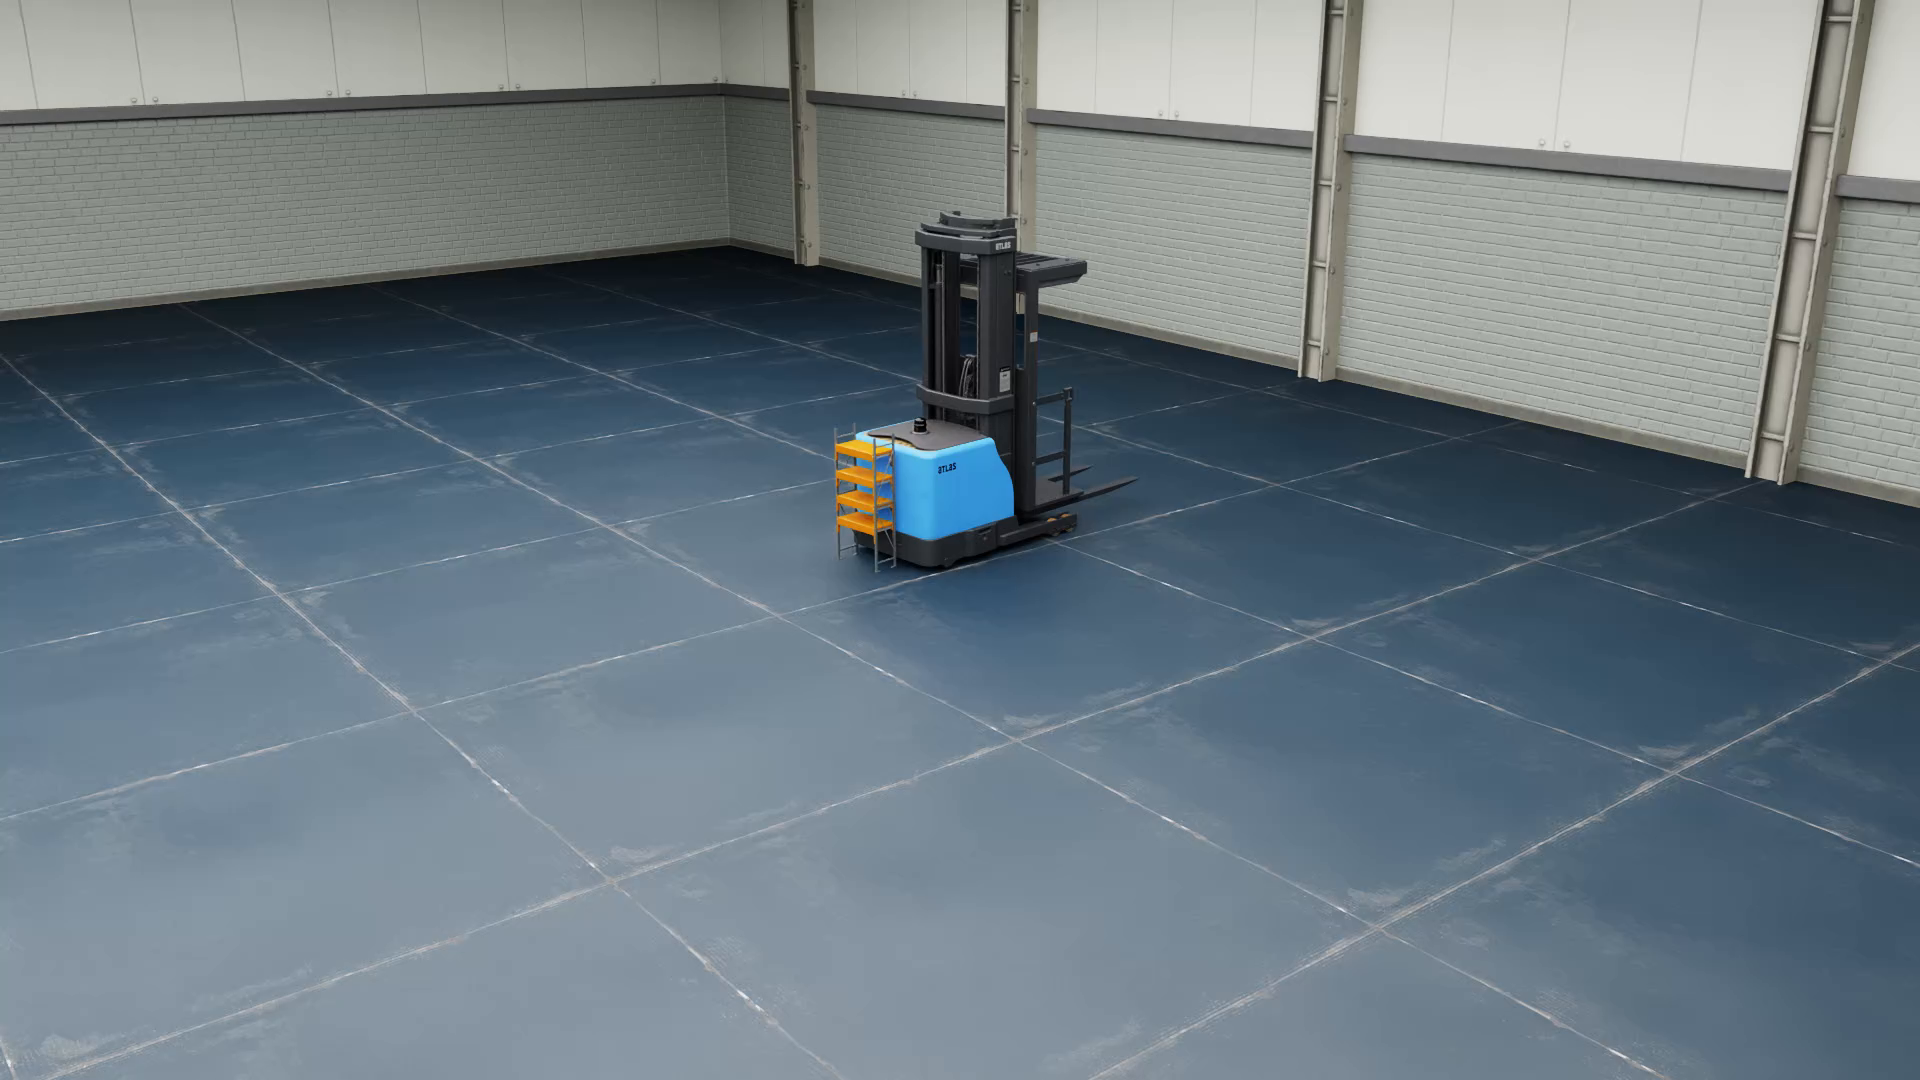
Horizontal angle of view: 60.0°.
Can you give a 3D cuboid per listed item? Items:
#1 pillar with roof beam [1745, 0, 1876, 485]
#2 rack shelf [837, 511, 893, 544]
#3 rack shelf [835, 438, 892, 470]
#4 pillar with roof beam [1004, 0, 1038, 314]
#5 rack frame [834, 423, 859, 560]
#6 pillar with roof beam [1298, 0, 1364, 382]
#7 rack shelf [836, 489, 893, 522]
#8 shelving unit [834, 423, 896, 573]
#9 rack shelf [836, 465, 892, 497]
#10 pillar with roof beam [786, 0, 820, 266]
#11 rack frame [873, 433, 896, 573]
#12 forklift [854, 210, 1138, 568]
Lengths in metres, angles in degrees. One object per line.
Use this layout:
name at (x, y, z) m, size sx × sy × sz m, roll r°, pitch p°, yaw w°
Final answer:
pillar with roof beam at (4.996, -4.069, 13.222) m, size 9.100 × 9.000 × 0.400 m, roll -14°, pitch 23°, yaw -36°
rack shelf at (-0.821, -0.114, 14.533) m, size 0.480 × 0.148 × 0.258 m, roll 17°, pitch 25°, yaw 41°
rack shelf at (-0.821, -0.740, 14.326) m, size 0.480 × 0.148 × 0.258 m, roll 17°, pitch 25°, yaw 41°
pillar with roof beam at (-2.454, -7.026, 22.152) m, size 9.100 × 9.000 × 0.400 m, roll -14°, pitch 23°, yaw -36°
rack frame at (-0.997, -0.420, 14.610) m, size 0.015 × 1.200 × 0.240 m, roll 17°, pitch 25°, yaw 41°
pillar with roof beam at (1.271, -5.547, 17.687) m, size 9.100 × 9.000 × 0.400 m, roll -14°, pitch 23°, yaw -36°
rack shelf at (-0.821, -0.303, 14.470) m, size 0.480 × 0.148 × 0.258 m, roll 17°, pitch 25°, yaw 41°
shelving unit at (-0.821, -0.367, 14.449) m, size 0.503 × 1.200 × 0.258 m, roll 17°, pitch 25°, yaw 41°
rack shelf at (-0.821, -0.515, 14.400) m, size 0.480 × 0.148 × 0.258 m, roll 17°, pitch 25°, yaw 41°
pillar with roof beam at (-6.180, -8.504, 26.617) m, size 9.100 × 9.000 × 0.400 m, roll -14°, pitch 23°, yaw -36°
rack frame at (-0.646, -0.314, 14.288) m, size 0.015 × 1.200 × 0.240 m, roll 17°, pitch 25°, yaw 41°
forklift at (0.447, -1.530, 15.207) m, size 3.031 × 2.935 × 1.130 m, roll -17°, pitch 25°, yaw -42°
